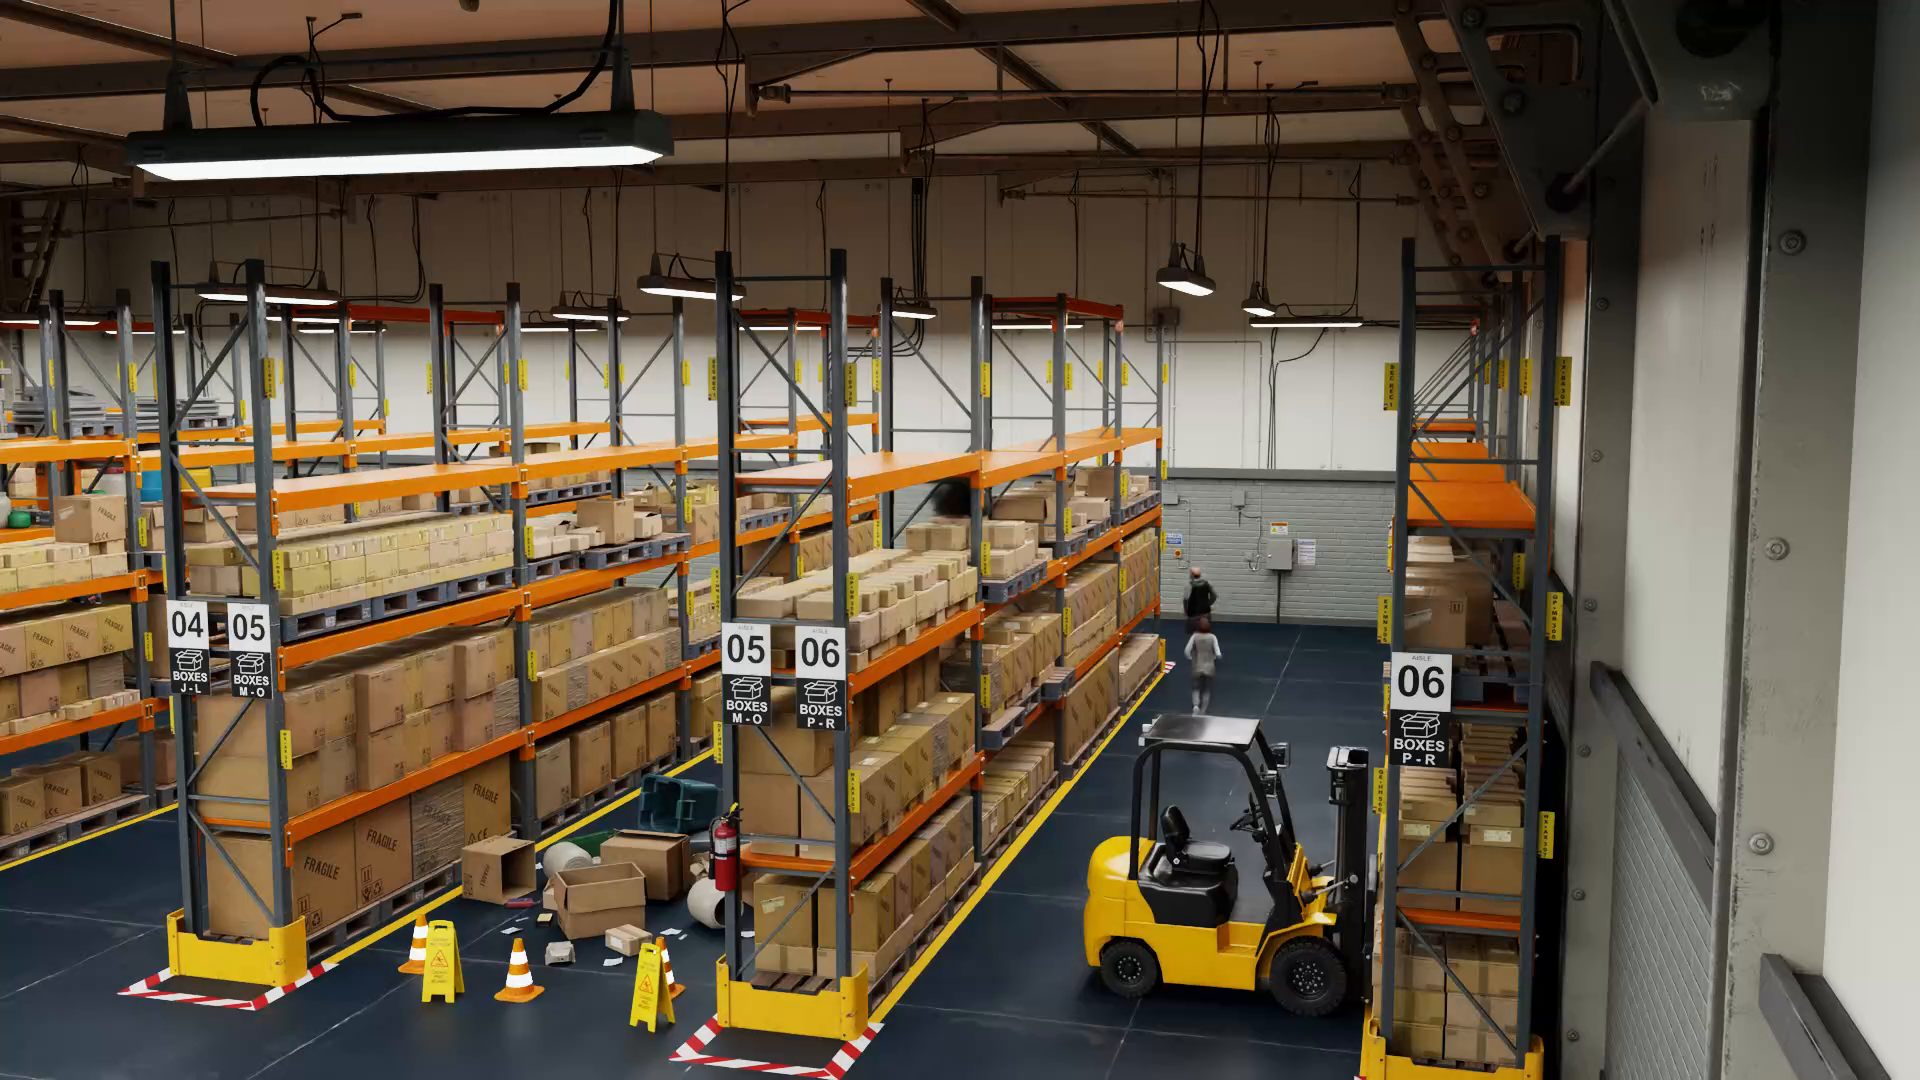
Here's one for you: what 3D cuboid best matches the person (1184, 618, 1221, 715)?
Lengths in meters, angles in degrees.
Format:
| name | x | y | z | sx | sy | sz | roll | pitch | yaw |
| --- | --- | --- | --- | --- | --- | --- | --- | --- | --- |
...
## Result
| name | x | y | z | sx | sy | sz | roll | pitch | yaw |
| --- | --- | --- | --- | --- | --- | --- | --- | --- | --- |
| person | 3.477 | 1.871 | 23.843 | 0.529 | 1.554 | 0.549 | 1 | 6 | 9 |

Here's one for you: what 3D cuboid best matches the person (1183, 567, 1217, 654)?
| name | x | y | z | sx | sy | sz | roll | pitch | yaw |
| --- | --- | --- | --- | --- | --- | --- | --- | --- | --- |
| person | 4.124 | 1.286 | 28.944 | 0.709 | 1.657 | 0.525 | -2 | 6 | -20 |
